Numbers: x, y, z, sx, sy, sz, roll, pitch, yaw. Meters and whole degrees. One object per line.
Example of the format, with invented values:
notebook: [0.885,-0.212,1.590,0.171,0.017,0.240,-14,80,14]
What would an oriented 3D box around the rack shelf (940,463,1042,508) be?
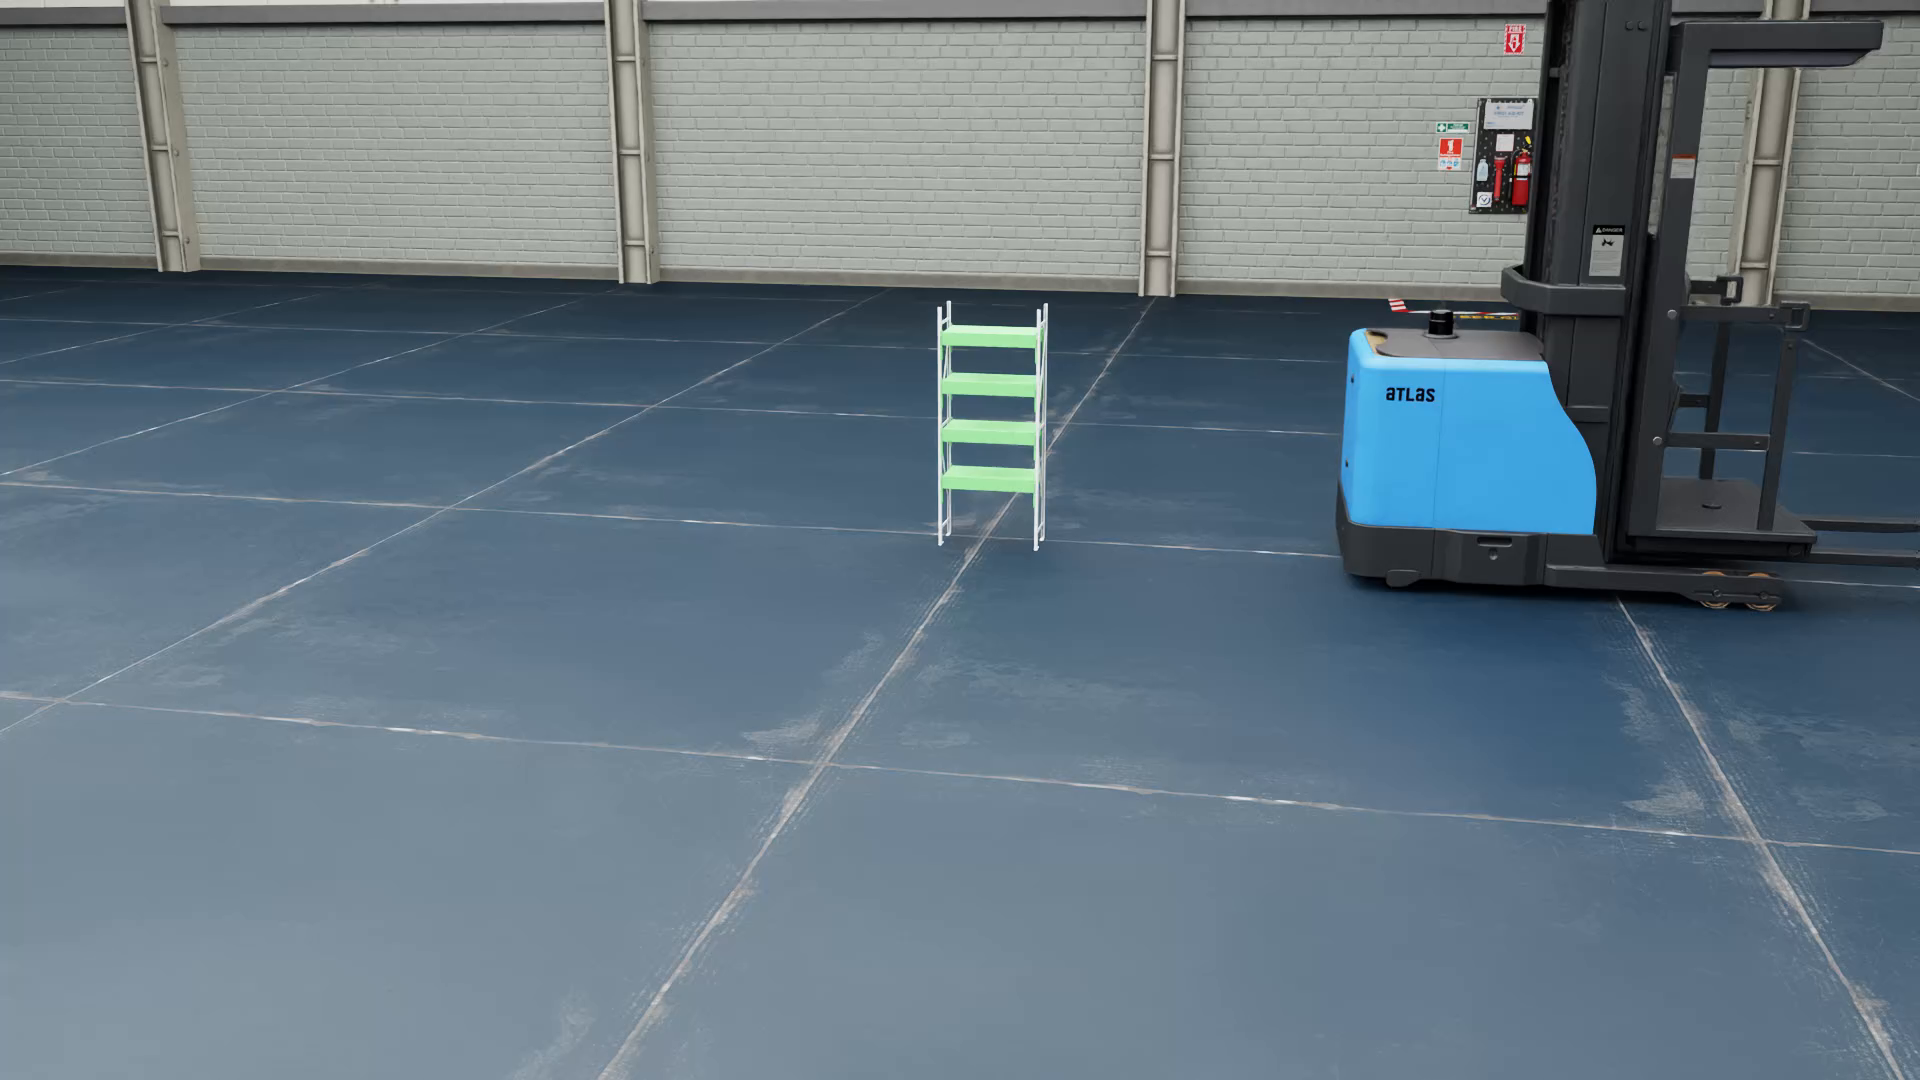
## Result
rack shelf: [0.162,-0.277,8.381,0.480,0.148,0.258,3,16,11]

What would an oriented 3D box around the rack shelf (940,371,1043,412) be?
rack shelf: [0.162,-0.739,8.253,0.480,0.148,0.258,3,16,11]

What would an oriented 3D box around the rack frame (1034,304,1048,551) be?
rack frame: [0.401,-0.556,8.253,0.015,1.200,0.240,3,16,11]

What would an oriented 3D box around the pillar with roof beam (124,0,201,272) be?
pillar with roof beam: [-10.455,-6.529,15.203,0.400,9.000,9.100,3,16,11]

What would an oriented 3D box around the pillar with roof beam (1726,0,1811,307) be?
pillar with roof beam: [7.184,-5.571,11.747,0.400,9.000,9.100,3,16,11]

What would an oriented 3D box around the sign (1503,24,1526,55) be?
sign: [5.640,-5.091,16.910,0.199,0.298,0.001,3,16,11]

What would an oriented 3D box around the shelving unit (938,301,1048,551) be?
shelving unit: [0.162,-0.569,8.300,0.503,1.200,0.258,3,16,11]

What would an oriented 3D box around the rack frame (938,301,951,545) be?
rack frame: [-0.077,-0.582,8.347,0.015,1.200,0.240,3,16,11]

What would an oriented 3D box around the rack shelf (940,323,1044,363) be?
rack shelf: [0.162,-0.970,8.189,0.480,0.148,0.258,3,16,11]

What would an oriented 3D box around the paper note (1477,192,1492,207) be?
paper note: [5.468,-3.550,17.340,0.142,0.148,0.016,3,16,11]

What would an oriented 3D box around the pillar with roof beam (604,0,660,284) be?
pillar with roof beam: [-4.575,-6.209,14.051,0.400,9.000,9.100,3,16,11]

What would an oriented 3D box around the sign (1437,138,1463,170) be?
sign: [5.107,-4.021,17.322,0.234,0.329,0.001,3,16,11]

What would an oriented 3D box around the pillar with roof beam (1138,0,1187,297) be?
pillar with roof beam: [1.304,-5.890,12.899,0.400,9.000,9.100,3,16,11]

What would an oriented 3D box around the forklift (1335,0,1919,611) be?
forklift: [3.351,-1.251,7.518,3.031,2.935,1.130,3,16,9]

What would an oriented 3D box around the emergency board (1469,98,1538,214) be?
emergency board: [5.628,-3.947,17.124,0.643,1.169,0.194,3,16,11]

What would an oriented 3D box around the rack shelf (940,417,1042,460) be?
rack shelf: [0.162,-0.508,8.317,0.480,0.148,0.258,3,16,11]

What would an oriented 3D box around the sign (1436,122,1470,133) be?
sign: [5.109,-4.274,17.242,0.331,0.109,0.001,3,16,11]
